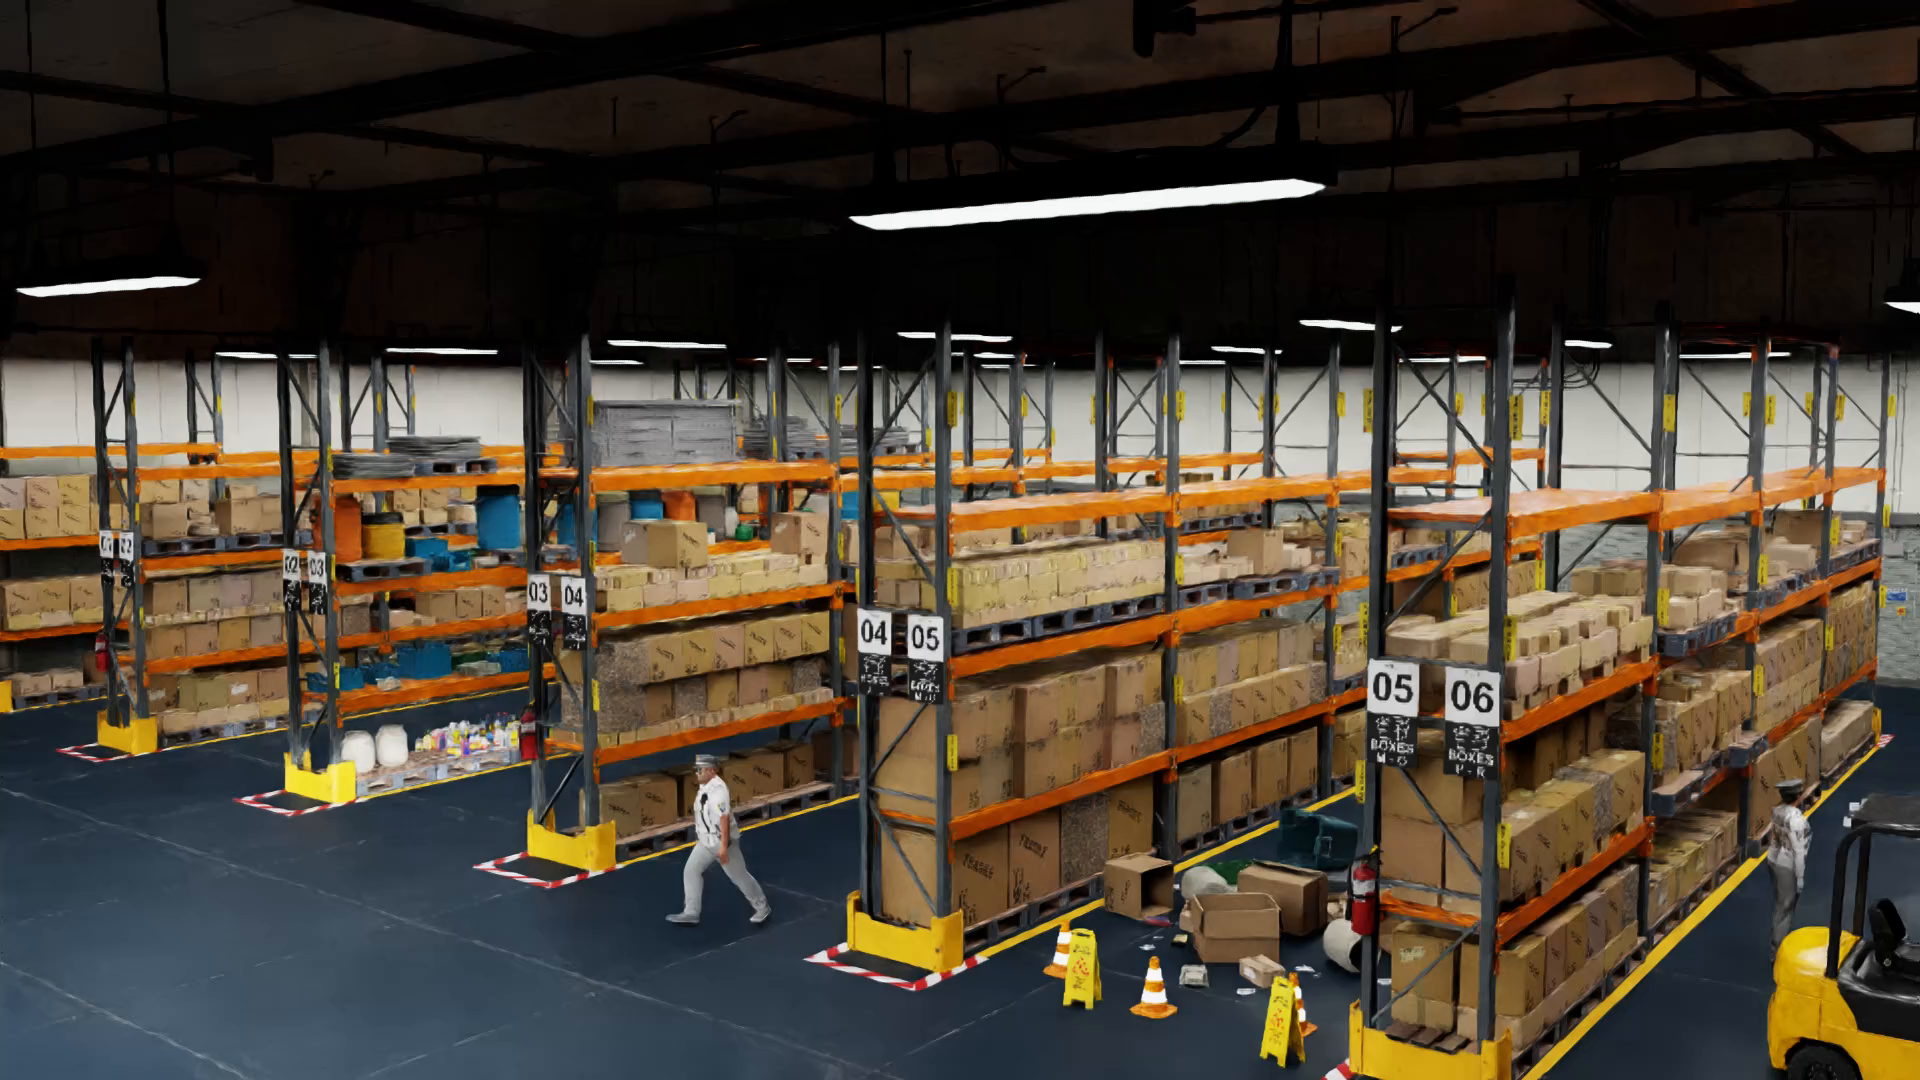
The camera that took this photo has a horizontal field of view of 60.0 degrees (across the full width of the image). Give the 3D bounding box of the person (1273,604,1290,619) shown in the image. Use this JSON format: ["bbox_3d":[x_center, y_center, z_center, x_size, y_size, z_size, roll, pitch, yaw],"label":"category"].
[{"bbox_3d":[6.865,1.208,35.476,0.567,1.753,0.611,-2,5,-17],"label":"person"}]

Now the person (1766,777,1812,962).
[{"bbox_3d":[7.578,3.002,15.145,0.408,1.680,0.538,0,5,6],"label":"person"}]

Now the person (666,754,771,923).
[{"bbox_3d":[-2.357,2.913,16.208,0.958,1.689,0.577,-3,6,-31],"label":"person"}]
